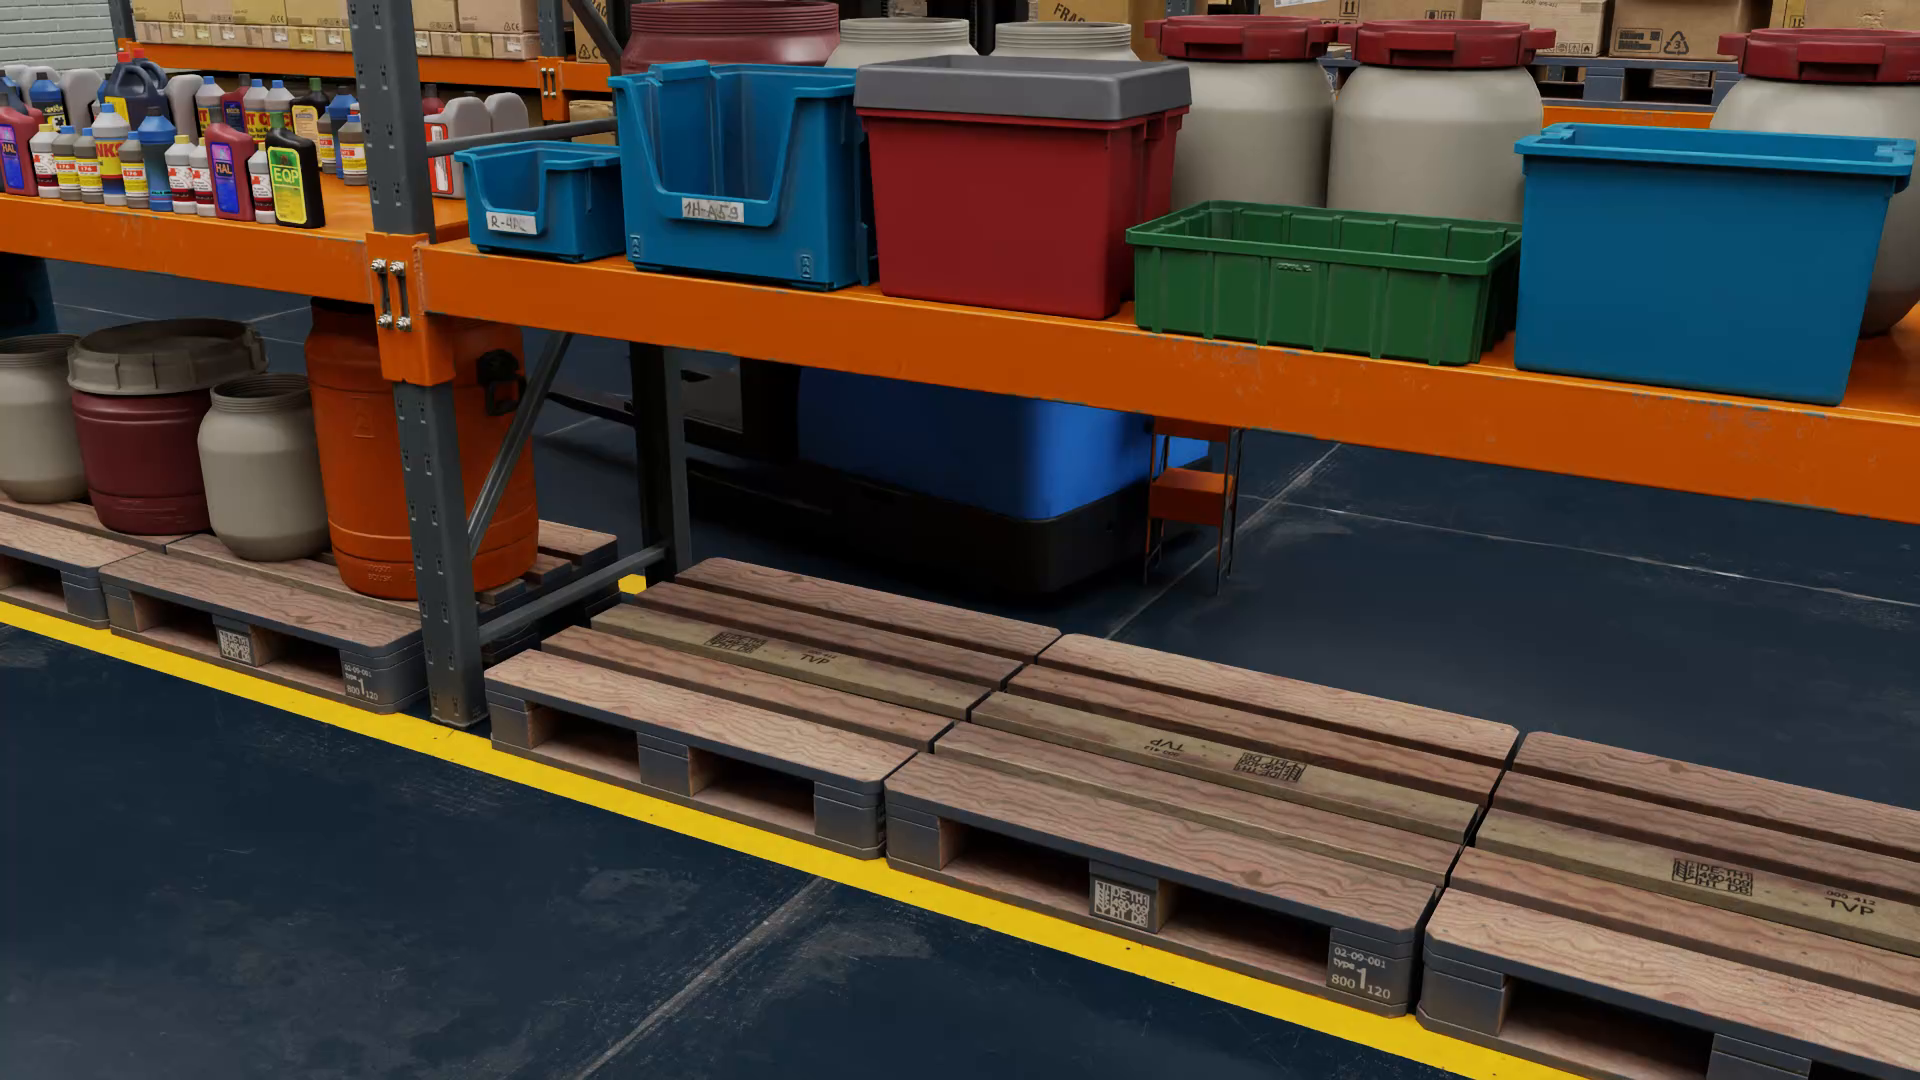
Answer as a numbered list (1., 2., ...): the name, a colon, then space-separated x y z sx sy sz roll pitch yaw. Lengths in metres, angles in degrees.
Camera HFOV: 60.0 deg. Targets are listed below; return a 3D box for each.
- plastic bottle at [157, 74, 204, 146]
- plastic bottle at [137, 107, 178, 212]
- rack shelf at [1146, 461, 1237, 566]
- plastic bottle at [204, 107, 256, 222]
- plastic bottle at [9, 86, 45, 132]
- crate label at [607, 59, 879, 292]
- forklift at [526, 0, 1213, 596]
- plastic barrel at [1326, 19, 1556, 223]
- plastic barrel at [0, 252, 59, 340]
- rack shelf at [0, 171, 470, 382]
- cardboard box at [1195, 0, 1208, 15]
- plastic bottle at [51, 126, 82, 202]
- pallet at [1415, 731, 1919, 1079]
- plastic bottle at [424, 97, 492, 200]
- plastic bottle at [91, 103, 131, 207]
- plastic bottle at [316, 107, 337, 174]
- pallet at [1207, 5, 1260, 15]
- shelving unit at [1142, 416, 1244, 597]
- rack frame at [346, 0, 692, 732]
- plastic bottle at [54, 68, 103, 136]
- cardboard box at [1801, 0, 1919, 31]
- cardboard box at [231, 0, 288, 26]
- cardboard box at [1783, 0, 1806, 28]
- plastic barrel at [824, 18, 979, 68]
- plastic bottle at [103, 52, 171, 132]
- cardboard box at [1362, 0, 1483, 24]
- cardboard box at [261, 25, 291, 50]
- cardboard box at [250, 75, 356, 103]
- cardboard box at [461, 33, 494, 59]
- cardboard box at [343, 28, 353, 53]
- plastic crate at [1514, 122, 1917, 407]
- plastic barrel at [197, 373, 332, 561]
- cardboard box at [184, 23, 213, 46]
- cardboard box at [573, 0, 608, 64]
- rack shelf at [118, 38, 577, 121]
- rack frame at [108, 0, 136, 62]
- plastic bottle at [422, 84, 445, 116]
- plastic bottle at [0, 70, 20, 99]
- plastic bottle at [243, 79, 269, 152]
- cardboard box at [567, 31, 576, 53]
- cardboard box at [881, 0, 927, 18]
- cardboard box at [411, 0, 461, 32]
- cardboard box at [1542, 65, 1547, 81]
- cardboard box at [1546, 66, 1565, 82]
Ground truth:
1. plastic bottle: -2.566 -1.397 5.498 0.135 0.276 0.152 11 23 27
2. plastic bottle: -2.159 -1.031 4.498 0.097 0.271 0.097 0 20 0
3. rack shelf: 0.754 -0.089 5.405 0.240 0.259 0.215 9 21 19
4. plastic bottle: -1.898 -0.980 4.339 0.133 0.283 0.061 11 23 27
5. plastic bottle: -2.785 -1.205 4.960 0.133 0.283 0.061 11 23 27
6. crate label: -0.400 -0.827 3.694 0.616 0.435 0.502 11 23 27
7. forklift: -0.561 -1.600 5.977 3.031 2.935 1.130 17 26 38
8. plastic barrel: 0.988 -0.801 3.476 0.433 0.535 0.433 0 20 0
9. plastic barrel: -3.542 -0.719 5.910 0.708 0.901 0.600 11 23 27
10. rack shelf: -2.881 -1.051 5.417 4.000 0.370 1.077 11 23 27
11. cardboard box: 0.989 -2.739 8.872 0.500 0.500 0.500 12 23 29
12. plastic bottle: -2.499 -1.063 4.688 0.097 0.201 0.097 0 20 0
13. pallet: 1.653 0.801 3.348 1.213 0.211 1.003 11 23 27
14. plastic bottle: -1.429 -1.121 4.738 0.135 0.276 0.152 11 23 27
15. plastic bottle: -2.329 -1.064 4.587 0.097 0.271 0.097 0 20 0
16. plastic bottle: -1.963 -1.257 5.224 0.097 0.201 0.097 0 20 0
17. pallet: 2.040 -4.217 13.374 1.213 0.211 1.003 11 23 27
18. shelving unit: 0.761 -0.359 5.306 0.252 1.050 0.215 9 21 19
19. rack frame: -1.135 -1.056 4.378 0.127 3.000 1.000 11 23 27
20. plastic bottle: -3.046 -1.488 5.751 0.135 0.276 0.152 11 23 27
21. cardboard box: 4.147 -2.519 6.914 1.000 1.000 1.000 11 23 28
22. cardboard box: -4.522 -3.601 11.177 0.500 0.250 0.500 10 22 26
23. cardboard box: 5.811 -3.547 11.099 0.500 0.500 0.500 11 23 28
24. plastic barrel: -0.133 -1.001 4.062 0.421 0.512 0.421 0 20 0
25. plastic bottle: -2.660 -1.392 5.376 0.185 0.351 0.144 11 23 27
26. cardboard box: 2.308 -2.634 7.965 0.500 0.500 0.700 15 25 35
27. cardboard box: -4.431 -3.373 11.132 0.250 0.149 0.380 11 22 27
28. cardboard box: -4.311 -2.826 11.756 0.875 0.875 0.875 11 23 27
29. cardboard box: -2.863 -3.074 10.308 0.250 0.149 0.380 11 23 28
30. cardboard box: -3.760 -3.245 10.779 0.250 0.149 0.380 10 22 26
31. plastic crate: 1.242 -0.474 2.797 0.575 0.384 0.392 11 23 27
32. plastic barrel: -2.107 -0.228 5.126 0.421 0.512 0.421 0 20 0
33. cardboard box: -5.106 -3.501 11.486 0.250 0.149 0.380 10 22 26
34. cardboard box: -1.932 -3.092 9.843 0.500 0.500 0.500 11 23 27
35. rack shelf: -3.958 -3.190 11.316 4.000 0.370 1.077 11 23 27
36. rack frame: -5.704 -3.861 12.110 0.127 3.000 1.000 11 23 27
37. plastic bottle: -1.620 -1.238 5.049 0.133 0.283 0.061 11 23 27
38. plastic bottle: -3.293 -1.484 5.747 0.097 0.271 0.097 0 20 0
39. plastic bottle: -2.250 -1.345 5.363 0.097 0.271 0.097 0 20 0
40. cardboard box: -2.308 -3.226 10.728 0.250 0.149 0.380 11 23 27
41. cardboard box: -0.158 -2.756 8.917 0.500 0.500 0.500 10 22 26
42. cardboard box: -3.178 -3.346 10.474 0.500 0.250 0.500 12 23 29
43. cardboard box: 5.551 -4.819 17.251 0.875 0.875 0.875 11 22 27
44. cardboard box: 7.625 -6.074 21.261 0.500 0.500 0.500 10 22 26
